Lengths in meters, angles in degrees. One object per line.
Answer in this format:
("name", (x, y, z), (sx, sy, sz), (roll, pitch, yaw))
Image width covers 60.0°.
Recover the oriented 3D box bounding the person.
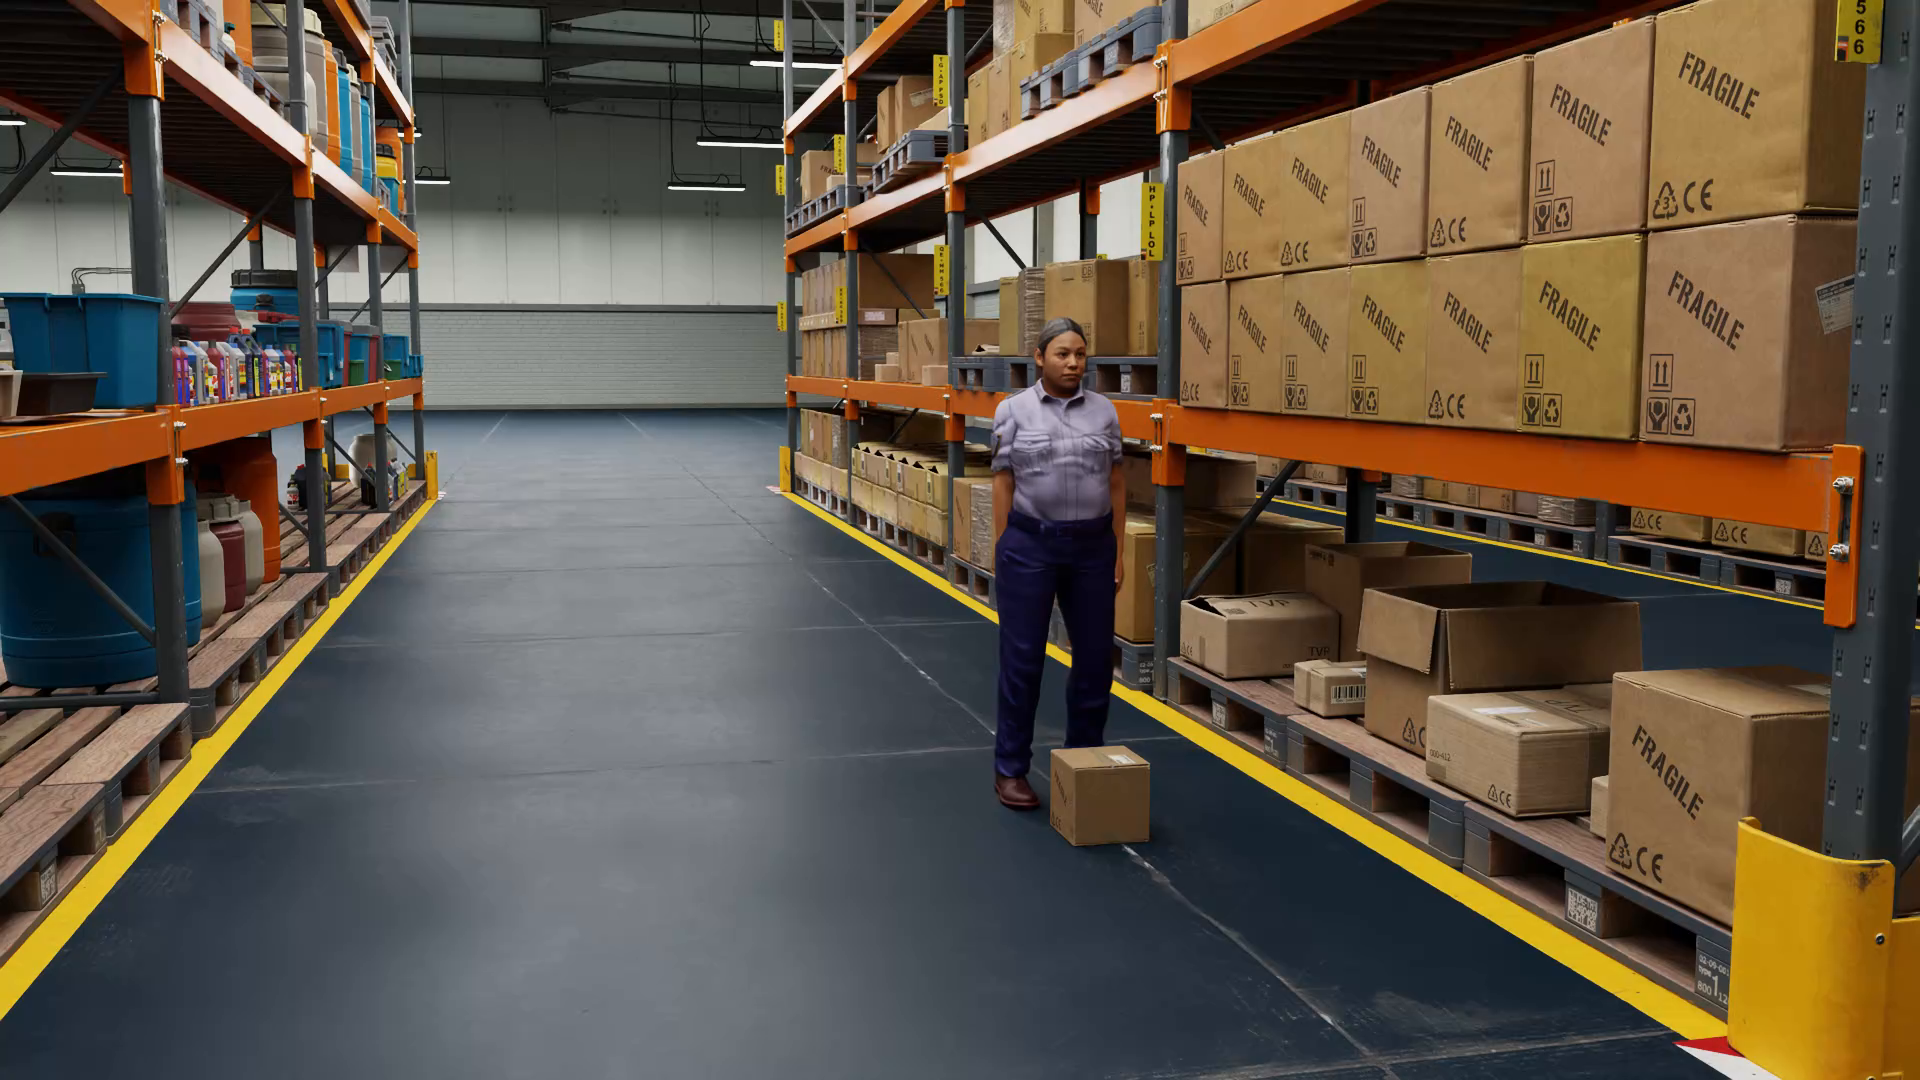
("person", (0.344, 0.077, 5.643), (0.469, 1.659, 0.342), (-1, 6, -12))
